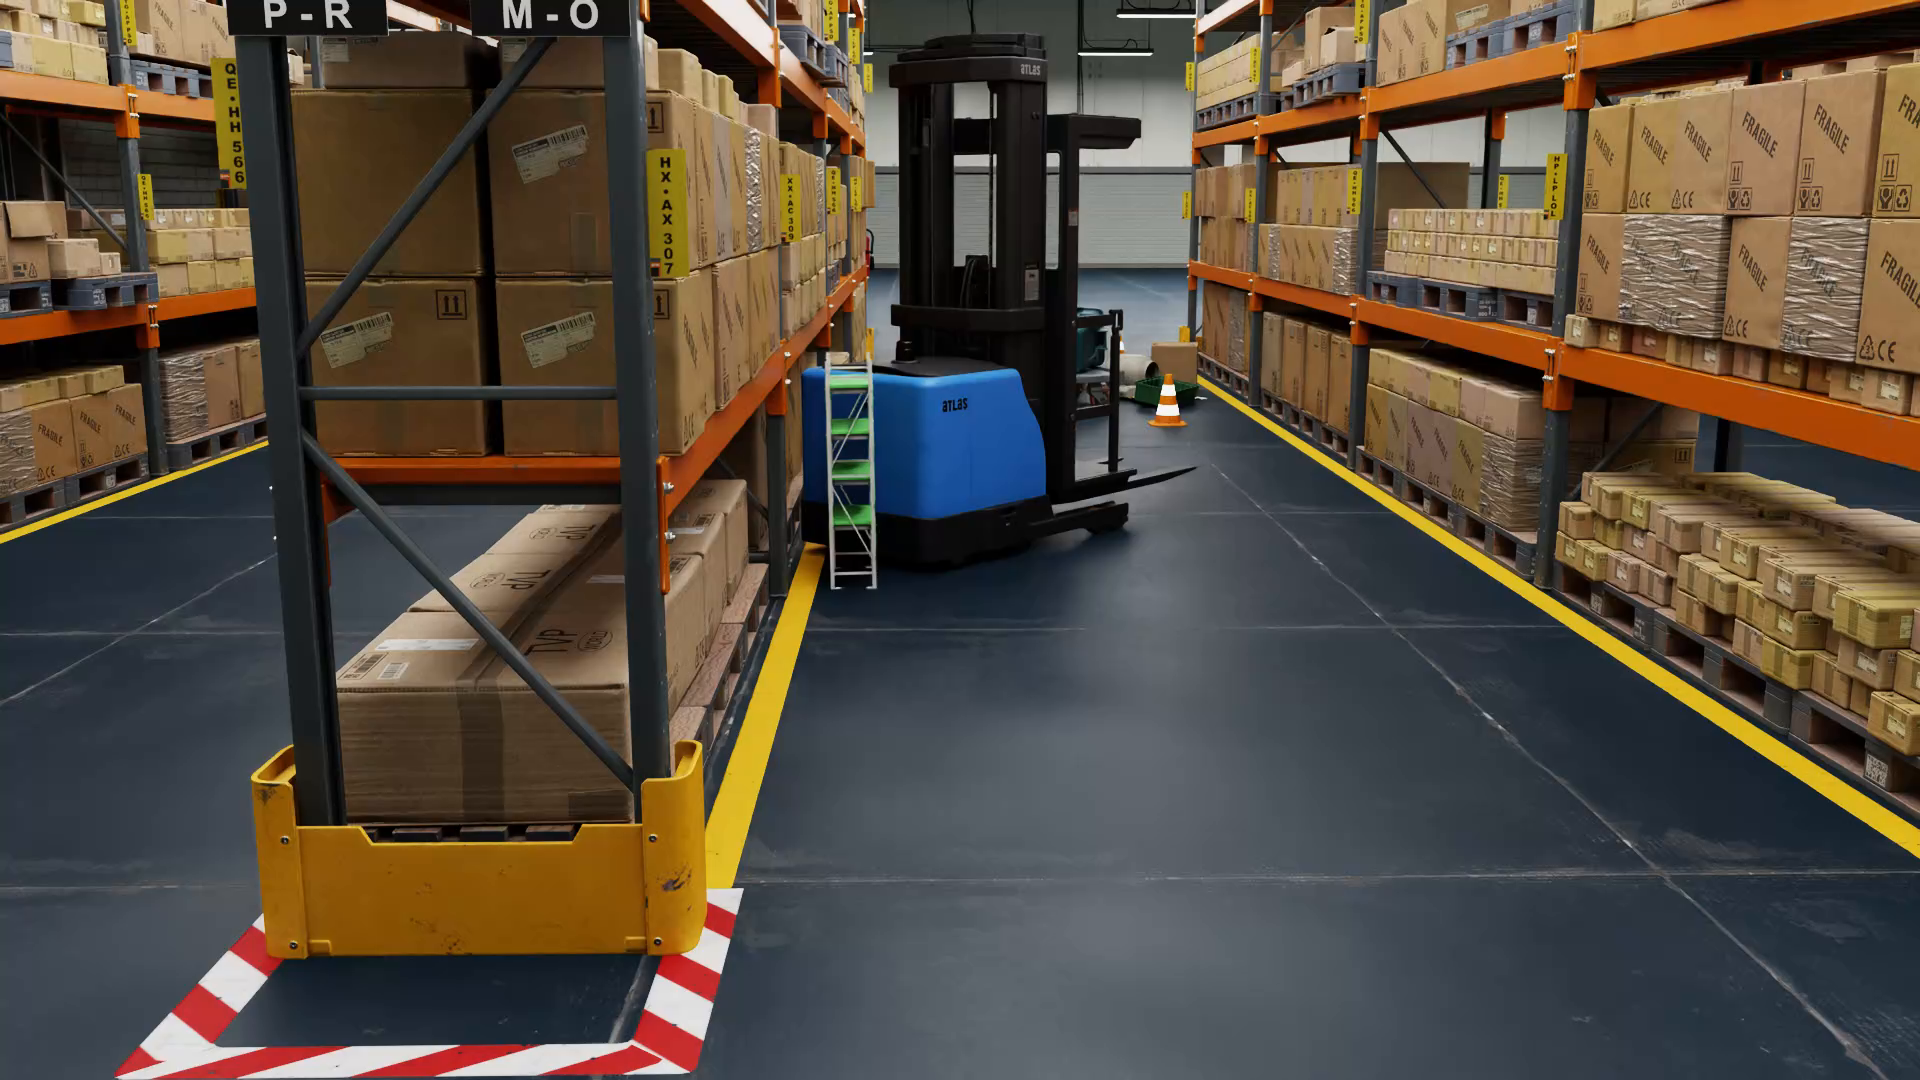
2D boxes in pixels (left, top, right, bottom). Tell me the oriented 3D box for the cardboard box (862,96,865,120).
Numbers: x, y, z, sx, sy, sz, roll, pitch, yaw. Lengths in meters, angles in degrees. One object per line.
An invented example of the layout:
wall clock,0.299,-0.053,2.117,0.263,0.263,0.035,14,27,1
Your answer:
cardboard box,-1.361,-5.003,19.258,0.500,0.250,0.500,0,11,-2

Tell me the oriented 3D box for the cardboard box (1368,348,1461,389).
cardboard box,3.244,-1.221,11.879,0.500,0.250,0.500,-1,11,-4

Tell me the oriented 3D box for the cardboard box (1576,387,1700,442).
cardboard box,3.803,-0.712,9.370,0.500,0.250,0.500,-1,11,-4

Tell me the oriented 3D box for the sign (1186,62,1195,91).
sign,2.751,-5.537,19.868,0.100,0.325,0.005,0,11,-1

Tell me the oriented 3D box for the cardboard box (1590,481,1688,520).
cardboard box,3.300,-0.192,8.078,0.380,0.149,0.250,0,11,2

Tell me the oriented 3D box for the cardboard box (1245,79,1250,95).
cardboard box,3.056,-4.529,16.619,0.380,0.149,0.250,0,11,0

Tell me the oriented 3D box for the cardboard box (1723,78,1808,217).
cardboard box,3.334,-1.505,6.418,0.500,0.500,0.500,-1,11,-3

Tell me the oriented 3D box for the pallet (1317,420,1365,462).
pallet,3.530,-0.802,13.479,1.003,0.211,1.213,0,11,-1

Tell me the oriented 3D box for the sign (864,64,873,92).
sign,-1.085,-5.463,19.672,0.100,0.325,0.005,0,11,-1

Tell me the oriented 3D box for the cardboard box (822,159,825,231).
cardboard box,-1.203,-2.408,11.618,0.500,0.500,0.500,-1,11,-3

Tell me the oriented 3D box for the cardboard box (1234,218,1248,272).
cardboard box,3.335,-3.062,17.232,0.875,0.550,0.550,0,11,-1

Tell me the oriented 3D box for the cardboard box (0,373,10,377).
cardboard box,-6.675,-1.041,11.246,0.380,0.149,0.250,0,11,0

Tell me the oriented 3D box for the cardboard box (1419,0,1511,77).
cardboard box,3.250,-3.217,10.575,0.500,0.500,0.500,0,11,-1

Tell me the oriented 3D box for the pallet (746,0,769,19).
pallet,-1.386,-2.439,7.218,1.003,0.211,1.213,0,11,-1

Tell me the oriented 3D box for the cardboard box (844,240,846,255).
cardboard box,-1.272,-2.747,15.632,0.380,0.149,0.250,0,11,0

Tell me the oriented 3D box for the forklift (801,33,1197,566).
forklift,0.404,-1.533,10.242,1.130,2.935,3.031,9,15,39

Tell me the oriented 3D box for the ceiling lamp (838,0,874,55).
ceiling lamp,-3.282,-14.413,43.790,2.000,3.185,0.800,0,11,-1

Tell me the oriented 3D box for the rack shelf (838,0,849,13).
rack shelf,-1.517,-4.760,13.703,1.077,0.370,4.000,0,11,-1

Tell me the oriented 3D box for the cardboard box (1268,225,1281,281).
cardboard box,3.142,-2.649,15.322,0.500,0.500,0.500,0,11,-1

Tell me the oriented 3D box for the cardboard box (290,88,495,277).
cardboard box,-1.558,-1.014,4.748,0.500,0.500,0.500,0,11,1

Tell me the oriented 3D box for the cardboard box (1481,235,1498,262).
cardboard box,3.325,-1.730,9.872,0.380,0.149,0.250,-1,11,-4

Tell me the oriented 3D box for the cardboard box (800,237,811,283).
cardboard box,-1.143,-1.640,9.717,0.500,0.250,0.500,0,11,0

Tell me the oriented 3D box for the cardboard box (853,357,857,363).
cardboard box,-1.300,-1.742,16.963,0.500,0.250,0.500,-1,11,-4

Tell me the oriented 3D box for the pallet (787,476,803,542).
pallet,-1.512,-0.205,10.539,1.003,0.211,1.213,0,11,-1

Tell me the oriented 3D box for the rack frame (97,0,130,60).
rack frame,-6.438,-4.890,11.528,1.000,3.000,0.127,0,11,-1

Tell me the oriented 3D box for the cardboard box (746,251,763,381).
cardboard box,-1.086,-0.931,6.854,0.500,0.500,0.500,0,11,-2

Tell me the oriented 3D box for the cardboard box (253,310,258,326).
cardboard box,-6.724,-2.190,16.654,0.500,0.250,0.500,0,11,0

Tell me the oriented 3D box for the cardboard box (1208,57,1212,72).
cardboard box,3.009,-5.375,18.785,0.380,0.149,0.250,0,11,-1

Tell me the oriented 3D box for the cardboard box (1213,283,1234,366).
cardboard box,3.406,-2.456,18.911,0.875,0.875,0.875,0,11,-2

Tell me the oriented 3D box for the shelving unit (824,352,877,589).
shelving unit,-0.585,-0.381,8.899,0.258,1.200,0.503,-1,12,-4

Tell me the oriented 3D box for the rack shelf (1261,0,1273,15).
rack shelf,3.430,-4.800,13.902,1.077,0.370,4.000,0,11,-1

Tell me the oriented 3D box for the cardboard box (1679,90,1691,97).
cardboard box,8.086,-4.830,18.152,0.380,0.149,0.250,0,11,-2

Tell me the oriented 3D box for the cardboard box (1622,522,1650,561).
cardboard box,3.378,0.001,7.875,0.380,0.149,0.250,0,11,-1

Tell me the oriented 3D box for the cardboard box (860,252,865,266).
cardboard box,-1.284,-3.212,18.981,0.380,0.149,0.250,0,11,0

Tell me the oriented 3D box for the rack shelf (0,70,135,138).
rack shelf,-6.397,-2.669,9.938,1.077,0.370,4.000,0,11,-1

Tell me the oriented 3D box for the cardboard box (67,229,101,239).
cardboard box,-6.725,-2.209,12.524,0.500,0.250,0.500,0,11,0

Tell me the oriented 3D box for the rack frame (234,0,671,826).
rack frame,-1.310,-0.380,4.390,1.000,3.000,0.127,0,11,-1

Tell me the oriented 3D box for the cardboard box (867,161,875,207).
cardboard box,-1.296,-3.943,18.438,0.700,0.500,0.500,0,11,-2

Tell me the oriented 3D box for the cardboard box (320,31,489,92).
cardboard box,-1.518,-1.308,4.564,0.380,0.149,0.250,0,11,0

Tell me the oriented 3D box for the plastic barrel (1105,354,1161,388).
plastic barrel,1.832,-1.763,17.684,0.512,0.421,0.421,9,15,38

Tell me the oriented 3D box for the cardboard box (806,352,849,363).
cardboard box,-1.545,-1.580,15.853,0.950,0.372,0.625,0,11,0

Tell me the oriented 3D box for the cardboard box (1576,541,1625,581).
cardboard box,3.246,0.102,8.126,0.380,0.149,0.250,0,11,1

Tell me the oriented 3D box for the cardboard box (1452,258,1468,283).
cardboard box,3.312,-1.689,10.414,0.380,0.149,0.250,-1,11,-3

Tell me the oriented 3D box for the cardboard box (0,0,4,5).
cardboard box,-6.108,-3.362,10.170,0.380,0.149,0.250,0,11,-1

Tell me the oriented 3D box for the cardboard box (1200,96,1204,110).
cardboard box,2.999,-5.083,19.349,0.380,0.149,0.250,0,11,-1

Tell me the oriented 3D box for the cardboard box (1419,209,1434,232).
cardboard box,3.301,-2.138,11.132,0.380,0.149,0.250,-1,11,-4

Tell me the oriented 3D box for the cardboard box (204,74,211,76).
cardboard box,-6.246,-4.130,14.246,0.500,0.311,0.500,-1,11,-3

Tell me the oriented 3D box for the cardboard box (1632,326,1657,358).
cardboard box,3.370,-0.931,7.737,0.380,0.149,0.250,-1,11,-4

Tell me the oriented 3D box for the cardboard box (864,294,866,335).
cardboard box,-1.364,-2.629,19.444,0.500,0.500,0.500,0,11,-1

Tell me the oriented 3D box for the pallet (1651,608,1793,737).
pallet,3.631,0.527,6.930,1.003,0.211,1.213,0,11,-1

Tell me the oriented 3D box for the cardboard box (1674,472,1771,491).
cardboard box,3.822,-0.247,8.348,0.380,0.149,0.250,0,11,0

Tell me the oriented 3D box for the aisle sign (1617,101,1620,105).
aisle sign,7.966,-4.887,20.064,0.394,0.787,0.004,0,11,-1
